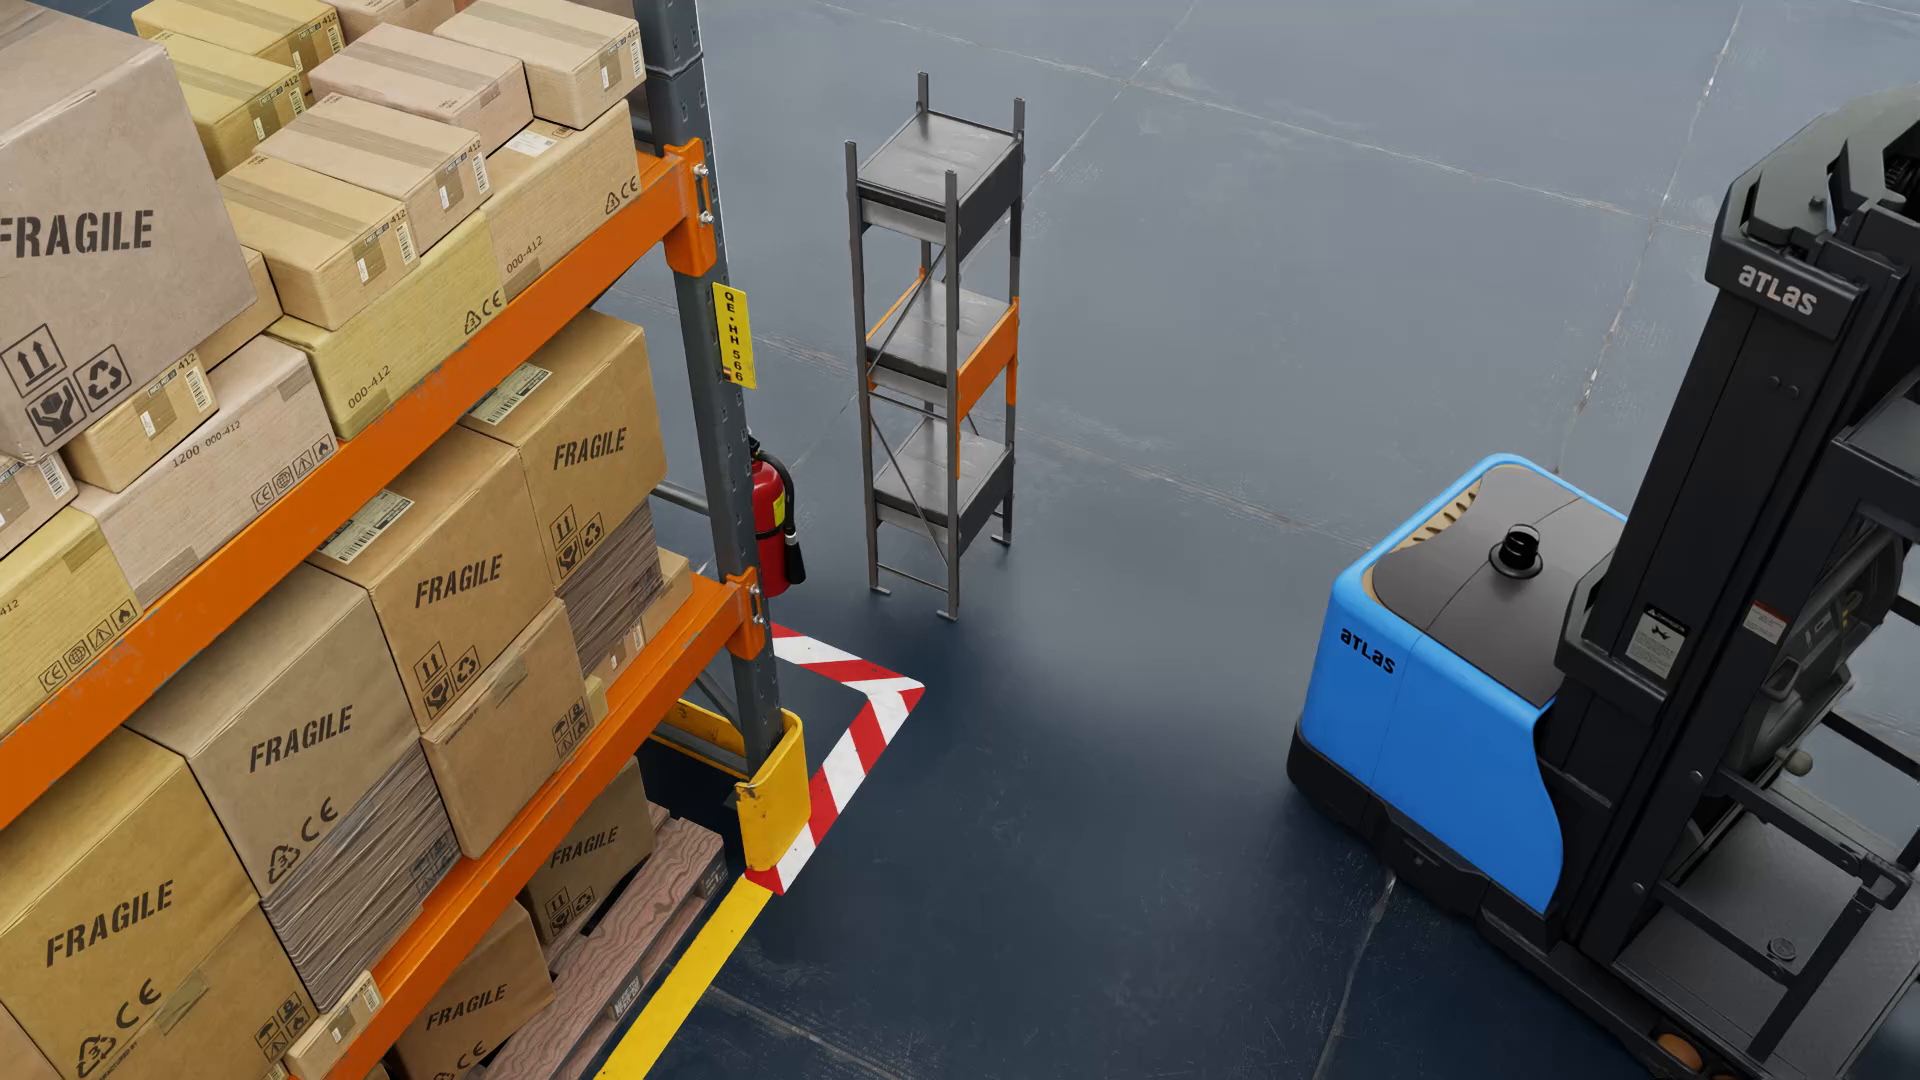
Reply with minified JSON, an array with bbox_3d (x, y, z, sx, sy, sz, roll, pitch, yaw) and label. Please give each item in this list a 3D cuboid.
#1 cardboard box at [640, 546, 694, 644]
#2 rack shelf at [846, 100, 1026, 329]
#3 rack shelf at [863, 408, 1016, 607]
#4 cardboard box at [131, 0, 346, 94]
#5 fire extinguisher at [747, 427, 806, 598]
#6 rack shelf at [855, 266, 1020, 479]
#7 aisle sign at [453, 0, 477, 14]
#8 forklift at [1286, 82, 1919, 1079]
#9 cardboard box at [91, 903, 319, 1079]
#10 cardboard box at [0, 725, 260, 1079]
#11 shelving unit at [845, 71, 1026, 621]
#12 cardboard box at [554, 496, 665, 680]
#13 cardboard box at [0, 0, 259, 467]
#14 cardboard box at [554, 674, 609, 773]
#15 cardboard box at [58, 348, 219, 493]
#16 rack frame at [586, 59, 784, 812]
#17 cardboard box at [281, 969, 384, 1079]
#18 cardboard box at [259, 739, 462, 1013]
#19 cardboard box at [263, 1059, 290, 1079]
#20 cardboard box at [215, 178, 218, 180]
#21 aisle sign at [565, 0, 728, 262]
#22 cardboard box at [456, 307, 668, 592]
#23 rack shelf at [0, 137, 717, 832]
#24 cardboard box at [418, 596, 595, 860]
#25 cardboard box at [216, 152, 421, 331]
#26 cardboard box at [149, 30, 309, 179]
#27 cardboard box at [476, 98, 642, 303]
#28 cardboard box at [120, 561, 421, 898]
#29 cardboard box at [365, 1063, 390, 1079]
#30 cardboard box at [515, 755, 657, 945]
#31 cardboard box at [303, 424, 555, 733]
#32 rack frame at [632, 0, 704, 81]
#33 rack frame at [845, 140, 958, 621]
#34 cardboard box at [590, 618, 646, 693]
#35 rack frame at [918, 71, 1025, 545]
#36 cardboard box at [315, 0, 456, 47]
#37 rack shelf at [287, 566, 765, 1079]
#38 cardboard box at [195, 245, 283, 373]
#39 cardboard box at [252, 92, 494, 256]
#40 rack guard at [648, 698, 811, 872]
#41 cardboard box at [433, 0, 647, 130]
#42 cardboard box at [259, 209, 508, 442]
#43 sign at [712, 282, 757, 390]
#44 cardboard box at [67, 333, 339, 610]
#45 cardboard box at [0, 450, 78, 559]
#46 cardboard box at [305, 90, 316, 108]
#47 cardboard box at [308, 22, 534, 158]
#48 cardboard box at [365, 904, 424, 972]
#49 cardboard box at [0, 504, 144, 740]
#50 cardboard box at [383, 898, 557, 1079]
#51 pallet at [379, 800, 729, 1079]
[{"bbox_3d":[-1.029,0.120,4.979,0.380,0.149,0.250,20,49,19],"label":"cardboard box"},{"bbox_3d":[-0.077,-1.116,5.692,0.431,0.518,0.480,20,49,19],"label":"rack shelf"},{"bbox_3d":[-0.077,-0.132,6.688,0.431,0.518,0.480,20,49,19],"label":"rack shelf"},{"bbox_3d":[-1.619,-1.129,3.753,0.380,0.149,0.250,21,49,20],"label":"cardboard box"},{"bbox_3d":[-0.619,-0.109,5.083,0.296,0.674,0.183,20,49,19],"label":"fire extinguisher"},{"bbox_3d":[-0.077,-0.624,6.190,0.431,0.518,0.480,20,49,19],"label":"rack shelf"},{"bbox_3d":[-1.317,-1.268,4.346,0.394,0.787,0.004,20,49,19],"label":"aisle sign"},{"bbox_3d":[2.572,0.392,4.582,1.130,2.935,3.031,-34,54,-29],"label":"forklift"},{"bbox_3d":[-1.998,0.948,3.704,0.875,0.500,0.500,20,49,19],"label":"cardboard box"},{"bbox_3d":[-1.817,0.664,3.282,0.500,0.500,0.500,20,49,19],"label":"cardboard box"},{"bbox_3d":[-0.077,-0.634,6.180,0.431,2.100,0.503,20,49,19],"label":"shelving unit"},{"bbox_3d":[-1.360,-0.018,4.660,0.875,0.500,0.500,20,49,19],"label":"cardboard box"},{"bbox_3d":[-1.575,-0.526,2.701,0.500,0.500,0.500,20,49,19],"label":"cardboard box"},{"bbox_3d":[-1.217,0.452,4.651,0.380,0.149,0.250,20,49,19],"label":"cardboard box"},{"bbox_3d":[-1.543,-0.263,2.897,0.380,0.149,0.250,18,48,17],"label":"cardboard box"},{"bbox_3d":[-1.080,-0.216,5.134,1.000,3.000,0.127,20,49,19],"label":"rack frame"},{"bbox_3d":[-1.633,1.100,4.011,0.380,0.149,0.250,20,49,19],"label":"cardboard box"},{"bbox_3d":[-1.756,0.637,4.012,0.875,0.500,0.500,20,49,19],"label":"cardboard box"},{"bbox_3d":[-1.810,1.234,3.878,0.380,0.149,0.250,20,49,19],"label":"cardboard box"},{"bbox_3d":[-1.767,-0.673,3.582,0.500,0.250,0.500,19,48,18],"label":"cardboard box"},{"bbox_3d":[-0.786,-1.070,4.151,0.394,0.787,0.004,20,49,19],"label":"aisle sign"},{"bbox_3d":[-1.116,-0.279,4.214,0.500,0.500,0.500,20,49,19],"label":"cardboard box"},{"bbox_3d":[-2.008,0.242,3.078,1.077,0.370,4.000,20,49,19],"label":"rack shelf"},{"bbox_3d":[-1.485,0.336,4.309,0.875,0.500,0.500,20,49,19],"label":"cardboard box"},{"bbox_3d":[-1.283,-0.580,3.210,0.380,0.149,0.250,21,49,19],"label":"cardboard box"},{"bbox_3d":[-1.627,-0.930,3.556,0.380,0.149,0.250,20,49,18],"label":"cardboard box"},{"bbox_3d":[-1.079,-0.830,3.738,0.500,0.250,0.500,22,49,20],"label":"cardboard box"},{"bbox_3d":[-1.578,0.352,3.591,0.500,0.500,0.500,20,49,19],"label":"cardboard box"},{"bbox_3d":[-1.939,1.679,4.724,0.500,0.500,0.500,25,50,23],"label":"cardboard box"},{"bbox_3d":[-1.385,0.903,5.491,0.500,0.500,0.500,29,52,26],"label":"cardboard box"},{"bbox_3d":[-1.343,0.038,3.901,0.500,0.500,0.500,20,49,19],"label":"cardboard box"},{"bbox_3d":[-1.080,-2.325,3.001,1.000,3.000,0.127,20,49,19],"label":"rack frame"},{"bbox_3d":[-0.190,-0.480,6.028,0.400,2.100,0.015,20,49,19],"label":"rack frame"},{"bbox_3d":[-1.146,0.277,4.824,0.380,0.149,0.250,20,49,19],"label":"cardboard box"},{"bbox_3d":[0.036,-0.788,6.332,0.400,2.100,0.015,20,49,19],"label":"rack frame"},{"bbox_3d":[-1.413,-1.261,3.883,0.380,0.149,0.250,20,49,19],"label":"cardboard box"},{"bbox_3d":[-2.008,1.297,4.145,1.077,0.370,4.000,20,49,19],"label":"rack shelf"},{"bbox_3d":[-1.508,-0.465,3.097,0.380,0.149,0.250,21,49,20],"label":"cardboard box"},{"bbox_3d":[-1.187,-0.746,3.374,0.380,0.149,0.250,18,48,17],"label":"cardboard box"},{"bbox_3d":[-1.115,0.711,5.976,1.175,0.500,0.348,20,49,19],"label":"rack guard"},{"bbox_3d":[-0.932,-1.080,3.704,0.380,0.149,0.250,20,49,19],"label":"cardboard box"},{"bbox_3d":[-1.308,-0.515,3.426,0.500,0.250,0.500,21,49,19],"label":"cardboard box"},{"bbox_3d":[-0.598,-0.538,4.417,0.100,0.325,0.005,20,49,19],"label":"sign"},{"bbox_3d":[-1.553,-0.195,3.110,0.500,0.250,0.500,21,49,20],"label":"cardboard box"},{"bbox_3d":[-1.711,-0.105,2.741,0.380,0.149,0.250,18,48,17],"label":"cardboard box"},{"bbox_3d":[-1.533,-1.000,3.905,0.500,0.250,0.500,22,49,20],"label":"cardboard box"},{"bbox_3d":[-1.157,-0.955,3.581,0.380,0.149,0.250,19,48,18],"label":"cardboard box"},{"bbox_3d":[-1.595,0.913,4.195,0.380,0.149,0.250,20,49,19],"label":"cardboard box"},{"bbox_3d":[-1.782,0.124,2.795,0.500,0.250,0.500,20,49,18],"label":"cardboard box"},{"bbox_3d":[-1.632,1.291,5.107,0.500,0.500,0.500,33,54,29],"label":"cardboard box"},{"bbox_3d":[-1.524,1.312,5.585,1.003,0.211,1.213,20,49,19],"label":"pallet"}]
